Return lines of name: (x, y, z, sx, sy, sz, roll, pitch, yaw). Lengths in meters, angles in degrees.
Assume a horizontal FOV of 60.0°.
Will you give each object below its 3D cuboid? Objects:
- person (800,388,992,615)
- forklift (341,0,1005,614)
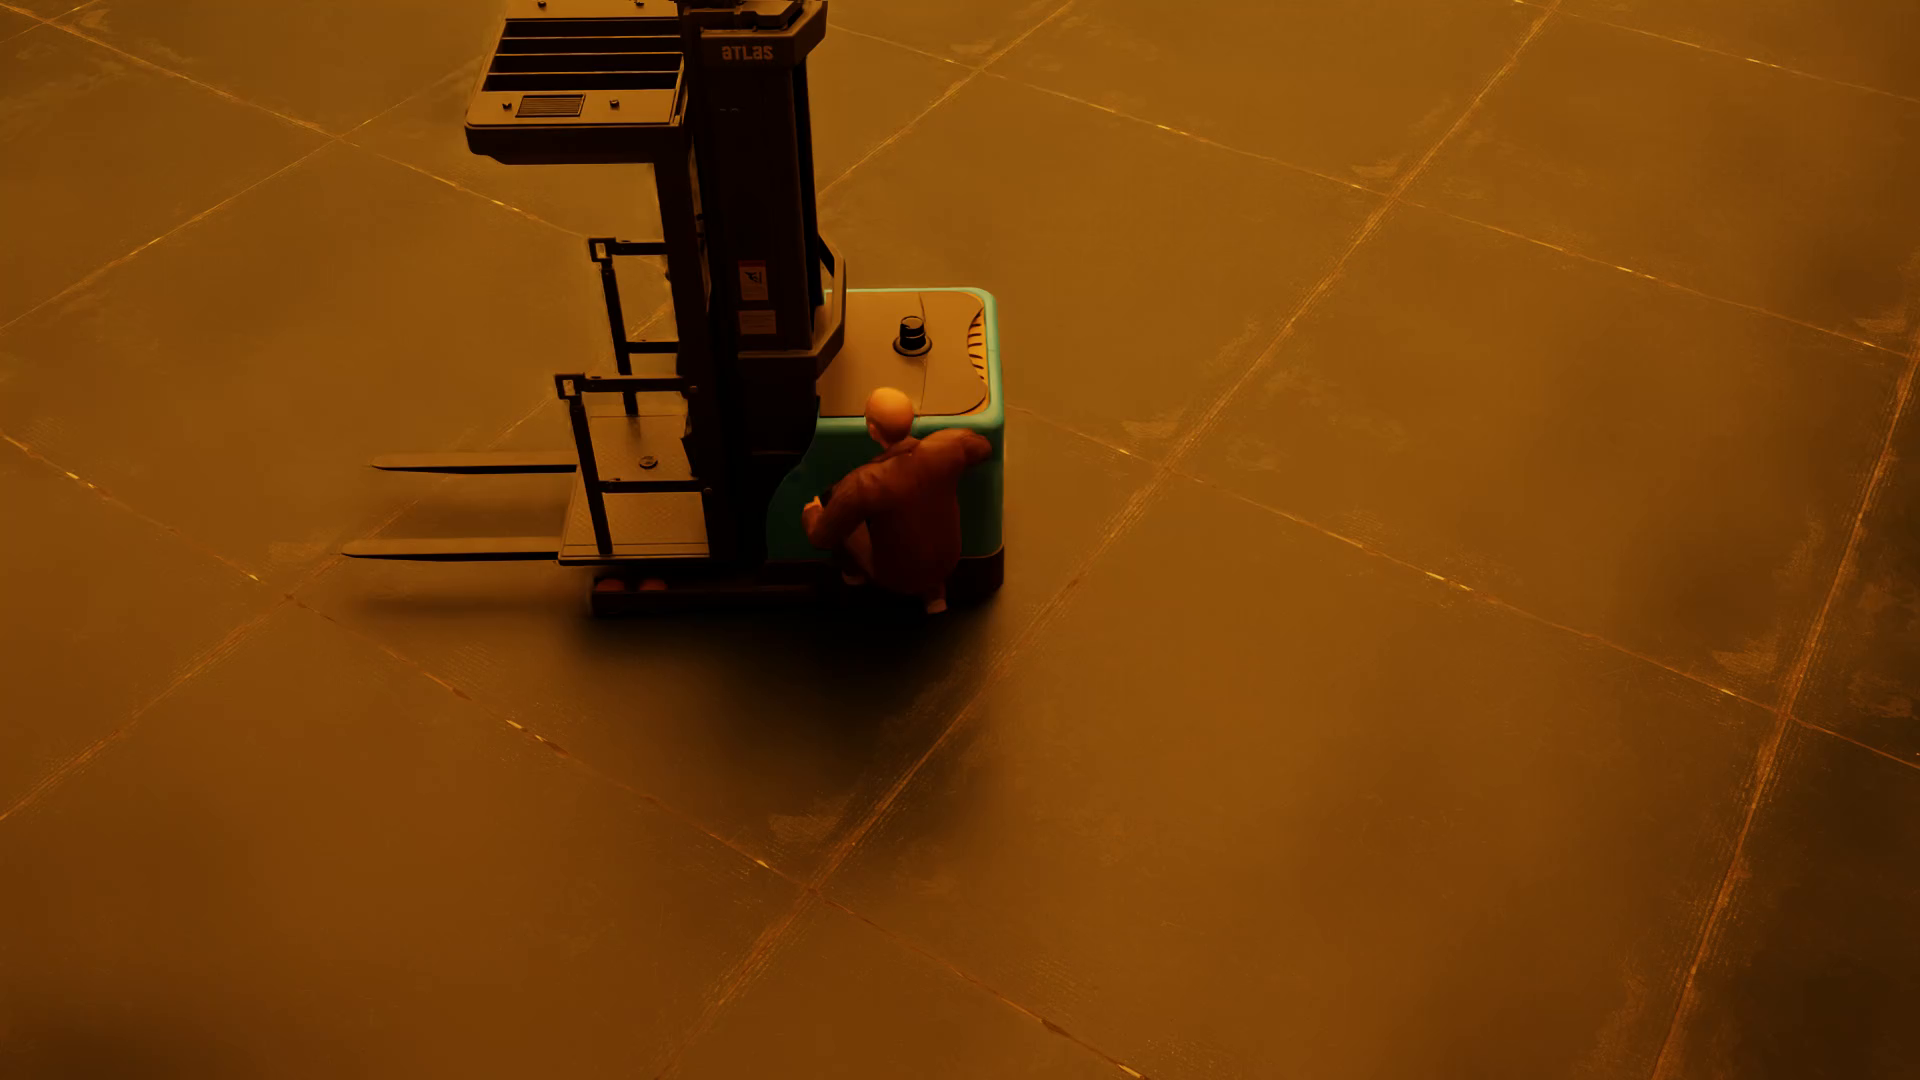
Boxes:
person: (-0.369, -0.112, 6.998, 0.862, 1.557, 0.904, -30, 51, -28)
forklift: (-1.323, -1.096, 7.004, 3.031, 2.935, 1.130, -1, 43, -1)
